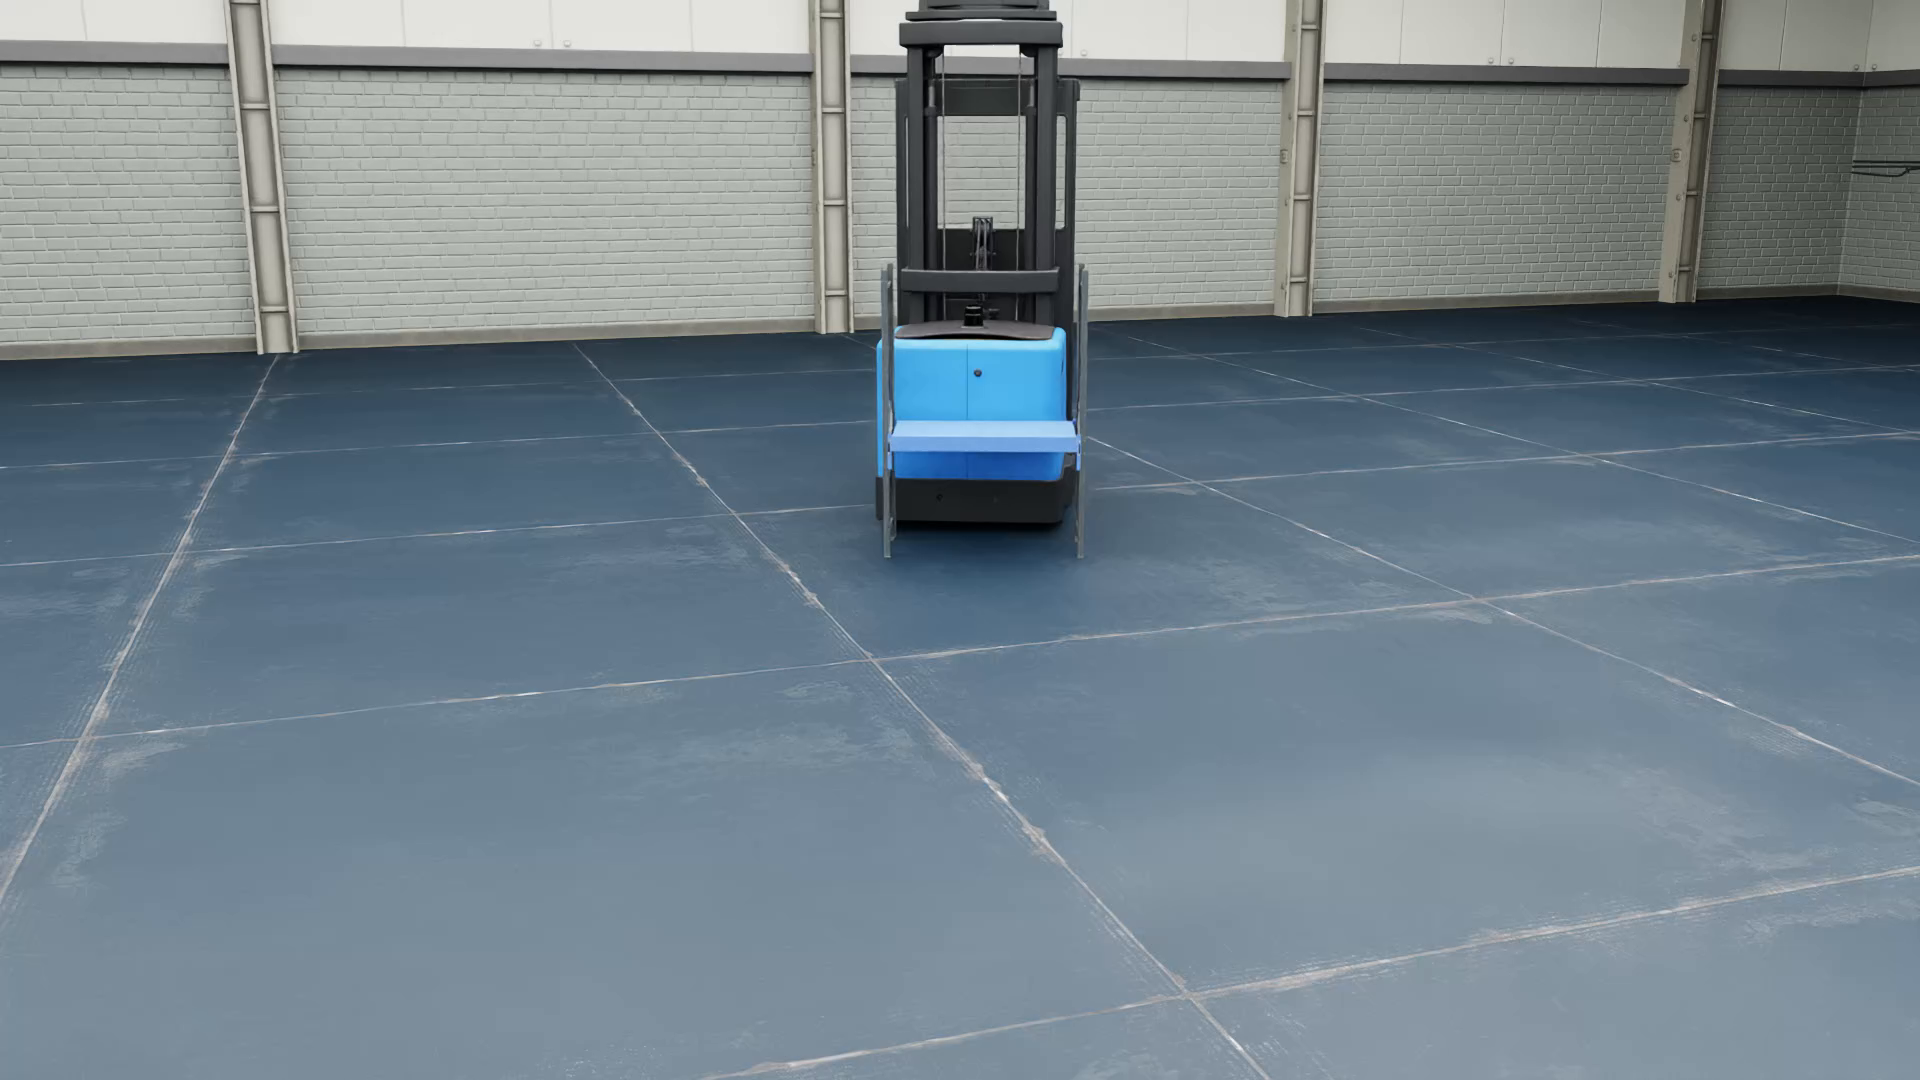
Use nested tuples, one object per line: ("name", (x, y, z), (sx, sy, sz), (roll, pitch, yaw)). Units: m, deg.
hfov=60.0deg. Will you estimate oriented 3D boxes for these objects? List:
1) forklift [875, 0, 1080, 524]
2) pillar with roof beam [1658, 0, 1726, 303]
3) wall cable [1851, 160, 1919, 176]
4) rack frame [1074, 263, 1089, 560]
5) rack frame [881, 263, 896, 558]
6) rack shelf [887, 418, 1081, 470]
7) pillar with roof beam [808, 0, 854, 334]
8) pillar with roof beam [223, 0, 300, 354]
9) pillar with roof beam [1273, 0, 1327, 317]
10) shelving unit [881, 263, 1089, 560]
("forklift", (0.180, -1.805, 10.397), (1.130, 2.935, 3.031), (1, 13, 5))
("pillar with roof beam", (11.290, -6.736, 18.015), (0.400, 9.000, 9.100), (-4, 14, -18))
("wall cable", (13.131, -6.097, 22.039), (0.112, 2.526, 3.097), (-4, 14, -18))
("rack frame", (0.639, -0.685, 8.781), (0.032, 1.500, 0.500), (0, 13, 2))
("rack frame", (-0.377, -0.692, 8.810), (0.032, 1.500, 0.500), (0, 13, 2))
("rack shelf", (0.131, -0.513, 8.837), (1.000, 0.185, 0.538), (0, 13, 2))
("pillar with roof beam", (-0.083, -5.850, 14.292), (0.400, 9.000, 9.100), (-4, 14, -18))
("pillar with roof beam", (-5.770, -5.407, 12.430), (0.400, 9.000, 9.100), (-4, 14, -18))
("pillar with roof beam", (5.604, -6.293, 16.153), (0.400, 9.000, 9.100), (-4, 14, -18))
("shelving unit", (0.131, -0.688, 8.795), (1.048, 1.500, 0.538), (0, 13, 2))
